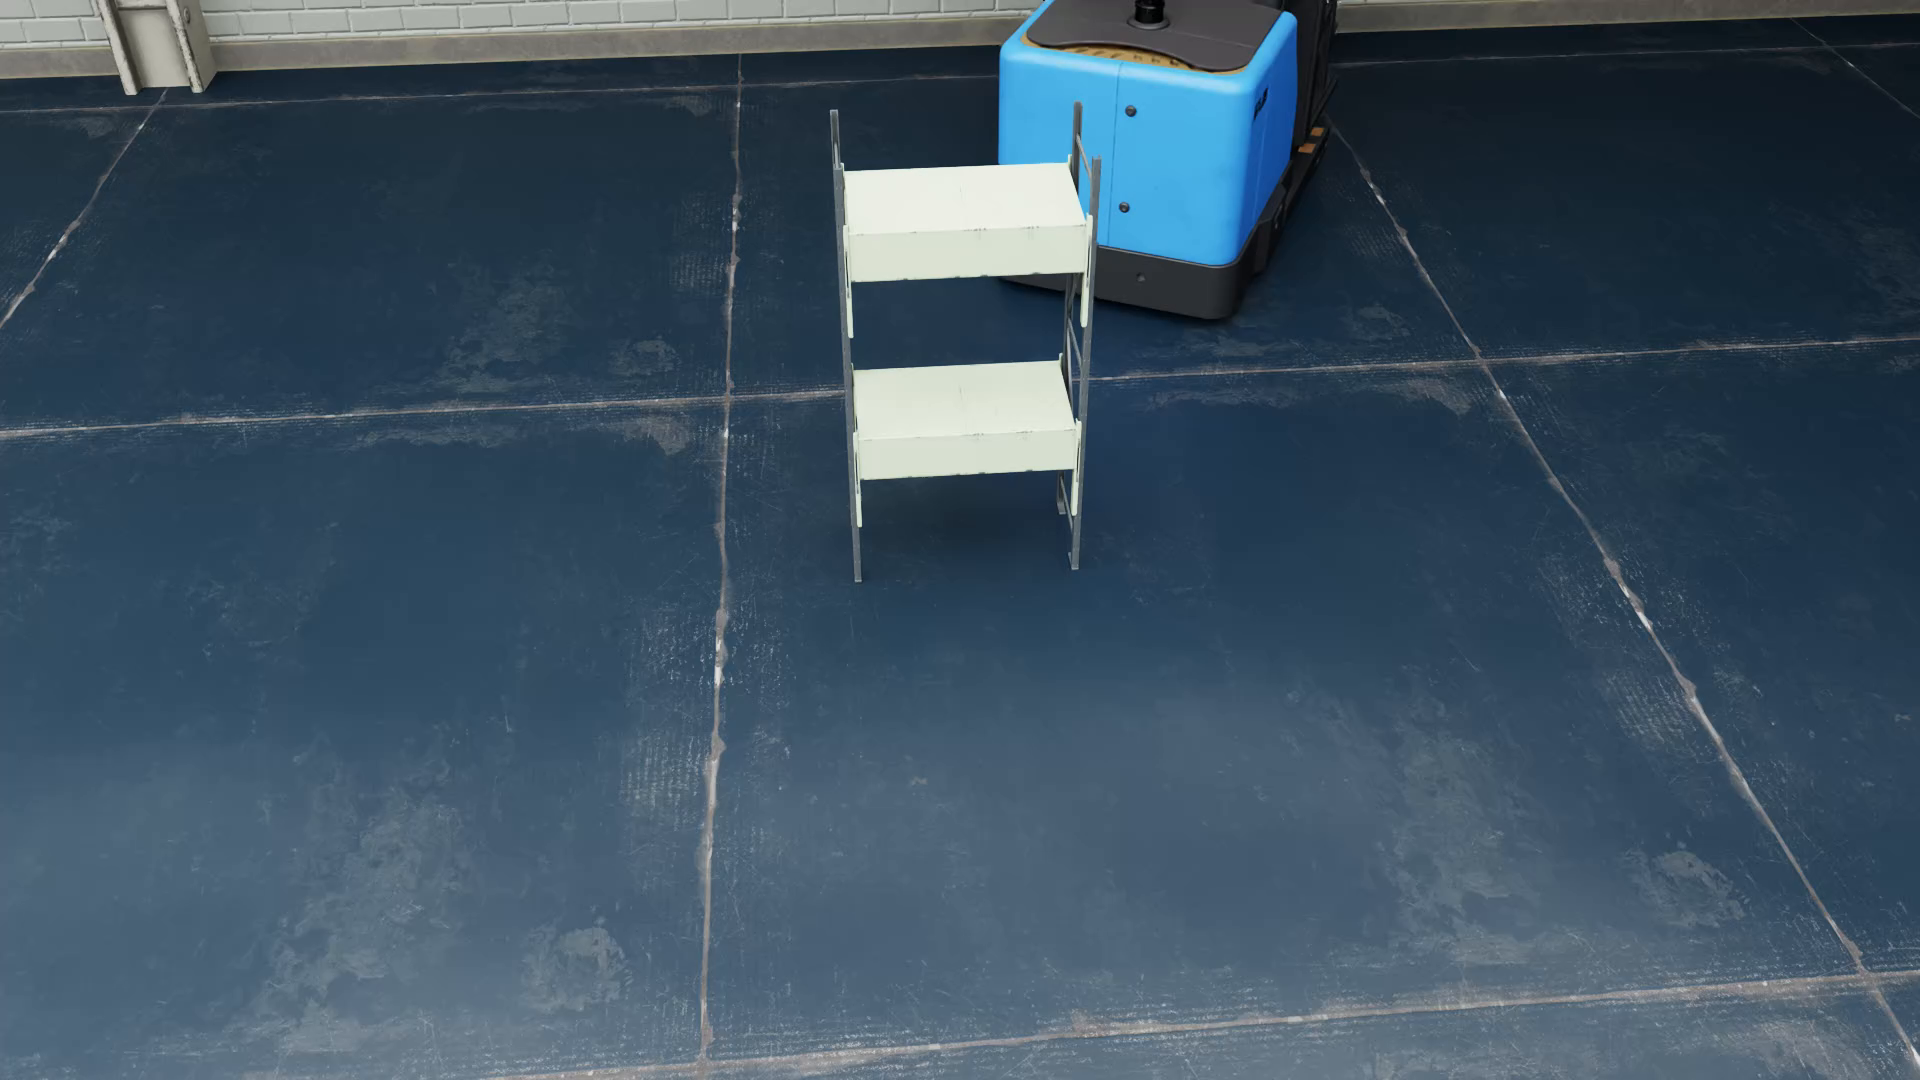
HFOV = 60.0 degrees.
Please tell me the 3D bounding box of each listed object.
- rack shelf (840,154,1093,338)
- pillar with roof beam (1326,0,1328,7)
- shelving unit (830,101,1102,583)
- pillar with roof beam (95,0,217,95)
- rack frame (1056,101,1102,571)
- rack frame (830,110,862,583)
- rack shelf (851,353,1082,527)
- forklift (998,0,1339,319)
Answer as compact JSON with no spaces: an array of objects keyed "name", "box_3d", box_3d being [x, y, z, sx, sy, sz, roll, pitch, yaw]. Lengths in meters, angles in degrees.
[{"name":"rack shelf","box_3d":[0.007,-0.896,5.044,0.720,0.370,0.431,-3,38,-4]},{"name":"pillar with roof beam","box_3d":[2.174,-3.642,3.101,0.400,9.000,9.100,-3,38,-4]},{"name":"shelving unit","box_3d":[0.007,-0.589,5.286,0.755,1.500,0.431,-3,38,-4]},{"name":"pillar with roof beam","box_3d":[-3.803,-3.313,2.684,0.400,9.000,9.100,-3,38,-4]},{"name":"rack frame","box_3d":[0.371,-0.609,5.311,0.023,1.500,0.400,-3,38,-4]},{"name":"rack frame","box_3d":[-0.358,-0.569,5.260,0.023,1.500,0.400,-3,38,-4]},{"name":"rack shelf","box_3d":[0.007,-0.333,5.488,0.720,0.370,0.431,-3,38,-4]},{"name":"forklift","box_3d":[1.152,-2.965,7.141,1.130,2.935,3.031,14,40,17]}]
